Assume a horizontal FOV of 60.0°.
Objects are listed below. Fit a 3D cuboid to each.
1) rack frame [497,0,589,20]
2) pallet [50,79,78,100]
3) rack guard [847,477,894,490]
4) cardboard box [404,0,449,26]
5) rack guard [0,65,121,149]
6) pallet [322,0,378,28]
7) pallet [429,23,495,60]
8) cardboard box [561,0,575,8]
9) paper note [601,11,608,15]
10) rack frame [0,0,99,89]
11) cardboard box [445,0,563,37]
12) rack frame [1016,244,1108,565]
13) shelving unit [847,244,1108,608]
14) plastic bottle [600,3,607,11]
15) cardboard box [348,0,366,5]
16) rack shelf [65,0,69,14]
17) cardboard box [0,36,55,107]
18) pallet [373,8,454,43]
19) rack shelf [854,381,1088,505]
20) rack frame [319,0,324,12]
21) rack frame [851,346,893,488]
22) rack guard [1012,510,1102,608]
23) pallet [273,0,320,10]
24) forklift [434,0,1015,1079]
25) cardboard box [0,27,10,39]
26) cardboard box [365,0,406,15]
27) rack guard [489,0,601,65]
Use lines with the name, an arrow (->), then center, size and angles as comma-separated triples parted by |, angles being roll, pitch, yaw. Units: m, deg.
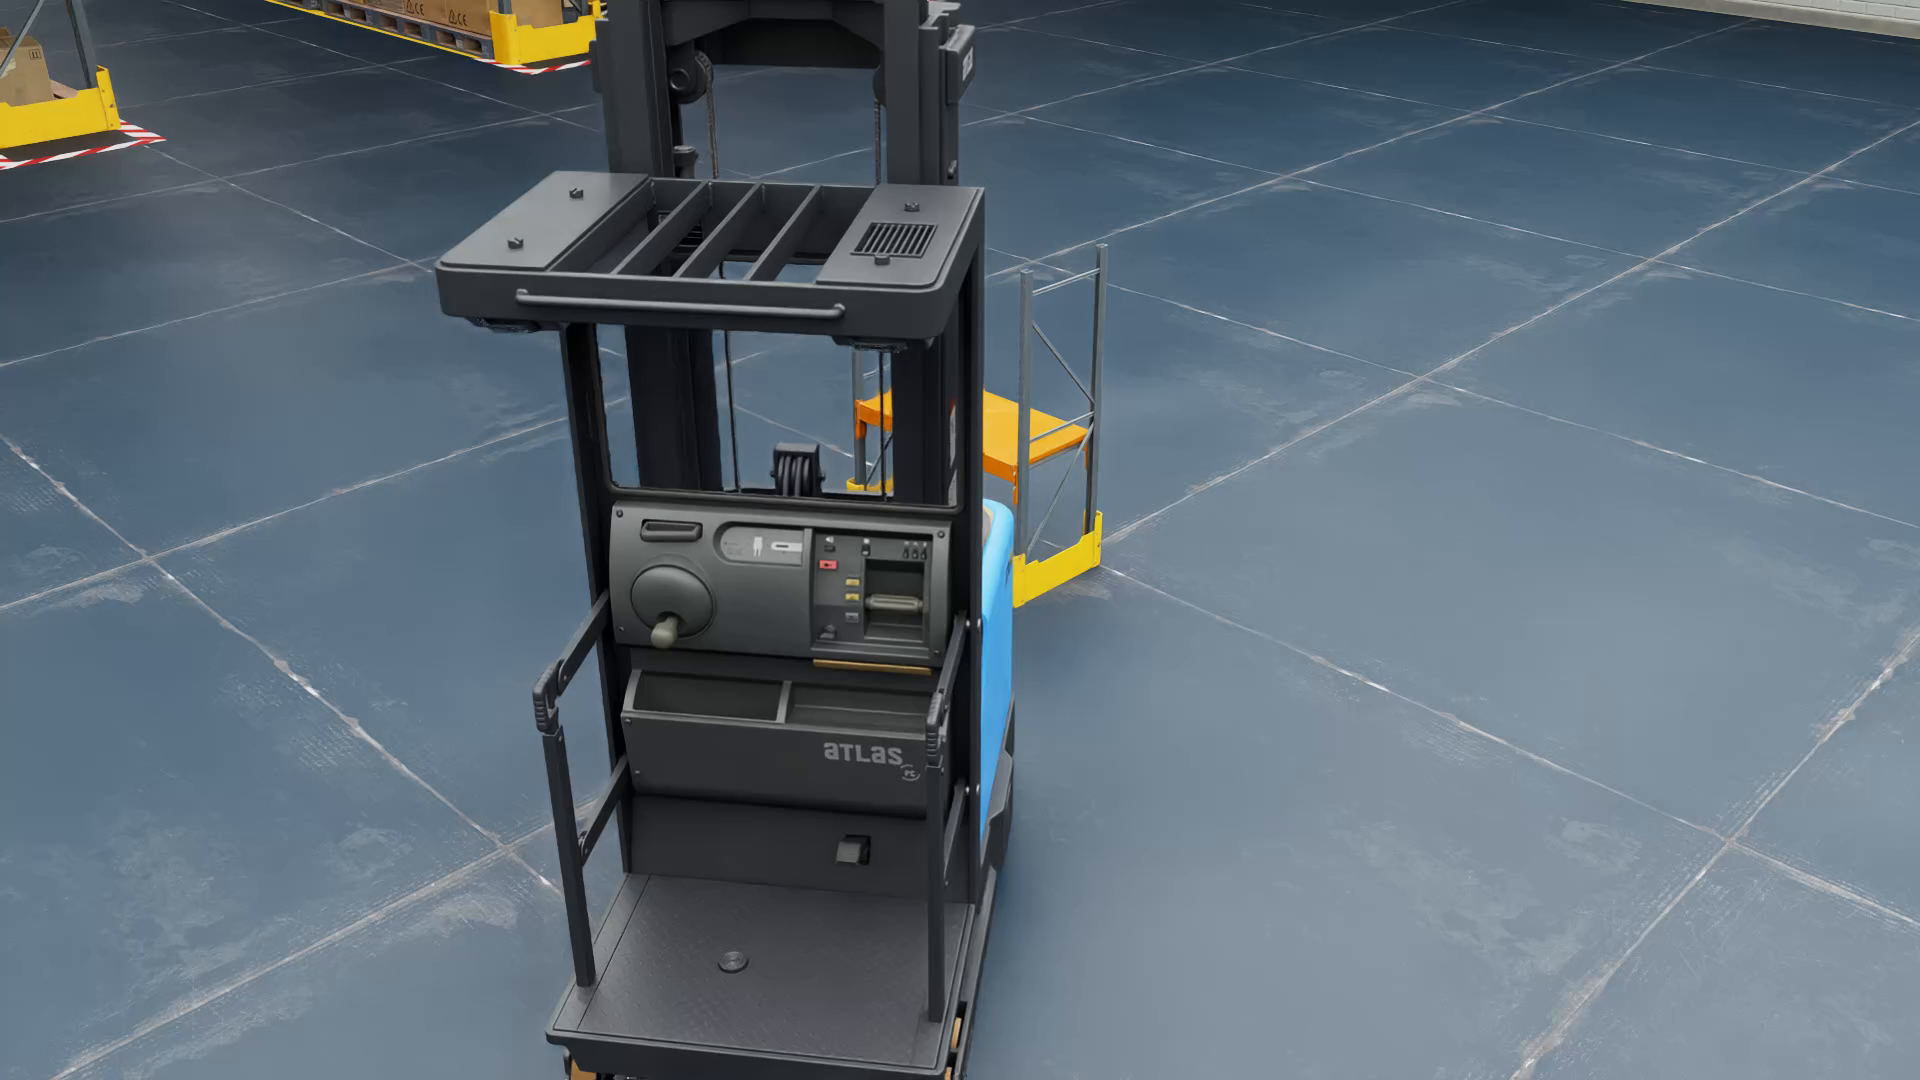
rack frame -> -4.299, -6.409, 16.716 | 0.127, 3.000, 1.000 | 25, 36, 38
pallet -> -8.457, -3.863, 14.871 | 1.213, 0.211, 1.003 | 25, 36, 38
rack guard -> -0.301, -0.248, 7.954 | 0.087, 0.250, 0.587 | 25, 36, 38
cardboard box -> -5.458, -6.140, 18.036 | 0.875, 0.875, 0.875 | 24, 36, 38
rack guard -> -7.903, -3.714, 14.277 | 0.348, 0.500, 1.175 | 25, 36, 38
pallet -> -6.664, -6.206, 19.326 | 1.213, 0.211, 1.003 | 25, 36, 38
pallet -> -4.924, -5.410, 17.811 | 1.213, 0.211, 1.003 | 25, 36, 38
cardboard box -> -4.634, -6.554, 19.930 | 0.396, 0.266, 0.258 | -18, 33, -31
paper note -> -4.197, -6.156, 19.426 | 0.144, 0.017, 0.142 | -13, 30, -22
rack frame -> -7.849, -4.796, 13.648 | 0.127, 3.000, 1.000 | 25, 36, 38
cardboard box -> -4.829, -5.854, 17.492 | 0.875, 0.875, 0.875 | 25, 37, 39
rack frame -> 0.423, -0.470, 7.033 | 0.032, 1.500, 0.500 | 25, 36, 38
shelving unit -> 0.054, -0.639, 7.354 | 1.083, 1.500, 0.587 | 25, 36, 38
plastic bottle -> -4.302, -6.325, 19.713 | 0.283, 0.061, 0.133 | 12, 30, 22
cardboard box -> -6.752, -6.731, 19.160 | 0.875, 0.875, 0.875 | -25, 36, -38
rack shelf -> -9.275, -5.130, 15.056 | 4.000, 0.370, 1.077 | 25, 36, 38
cardboard box -> -8.282, -4.085, 14.530 | 0.500, 0.500, 0.500 | -18, 33, -30
pallet -> -5.790, -5.808, 18.568 | 1.213, 0.211, 1.003 | 25, 36, 38
rack shelf -> 0.061, -0.477, 7.432 | 1.000, 0.185, 0.538 | 25, 36, 38
rack frame -> -7.151, -7.714, 19.198 | 0.127, 3.000, 1.000 | 25, 36, 38
rack frame -> -0.302, -0.802, 7.663 | 0.032, 1.500, 0.500 | 25, 36, 38
rack guard -> 0.409, 0.077, 7.335 | 0.087, 0.250, 0.587 | 25, 36, 38
pallet -> -7.754, -6.707, 20.278 | 1.213, 0.211, 1.003 | 25, 36, 38
forklift -> -0.517, 0.159, 4.298 | 1.130, 2.935, 3.031 | 4, 28, 7
cardboard box -> -8.732, -4.268, 14.879 | 0.500, 0.500, 0.500 | -15, 31, -27
cardboard box -> -6.107, -6.438, 18.603 | 0.875, 0.875, 0.875 | 25, 37, 39
rack guard -> -4.282, -5.295, 17.283 | 0.348, 0.500, 1.175 | 25, 36, 38
